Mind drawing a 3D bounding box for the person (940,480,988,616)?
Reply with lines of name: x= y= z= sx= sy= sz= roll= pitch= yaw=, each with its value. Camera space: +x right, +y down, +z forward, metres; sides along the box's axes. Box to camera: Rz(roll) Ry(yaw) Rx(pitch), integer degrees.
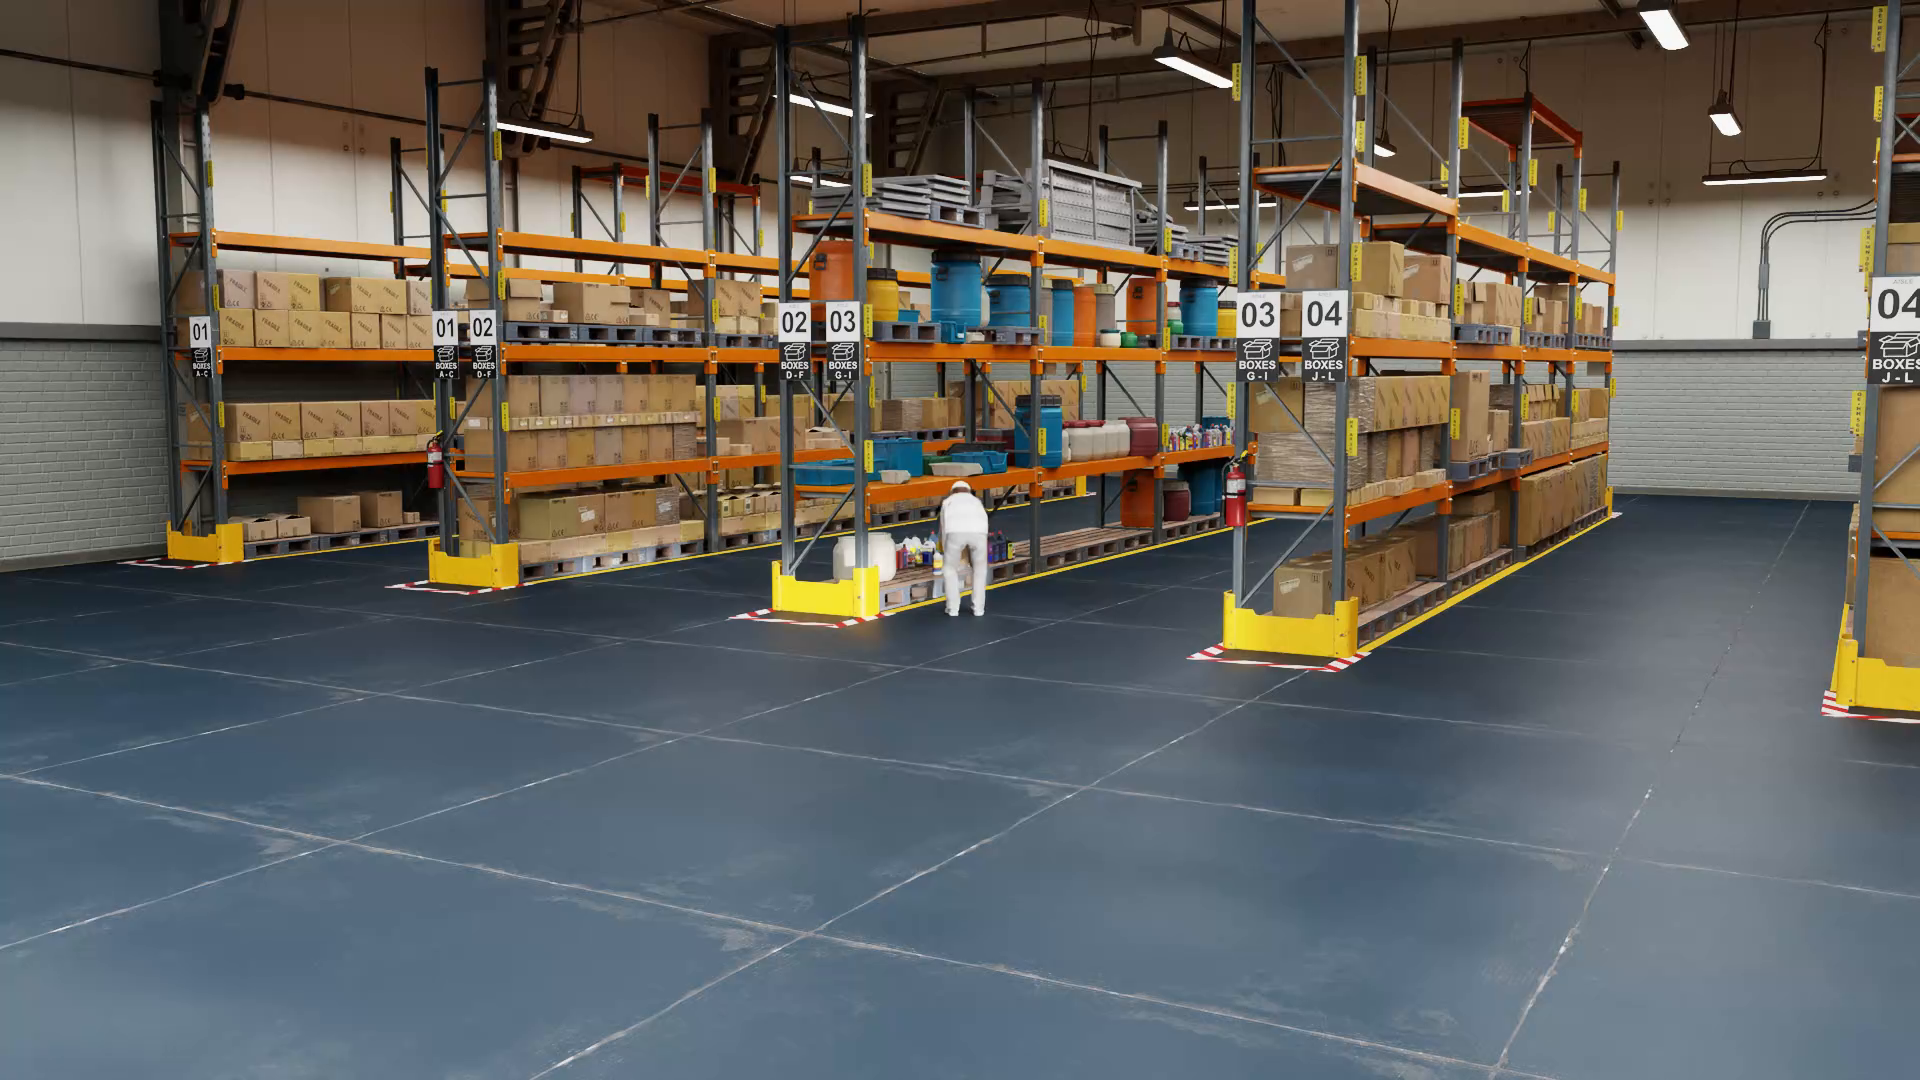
person: x=0.033 y=0.076 z=17.344 sx=0.462 sy=1.349 sz=0.936 roll=-1 pitch=6 yaw=-6
